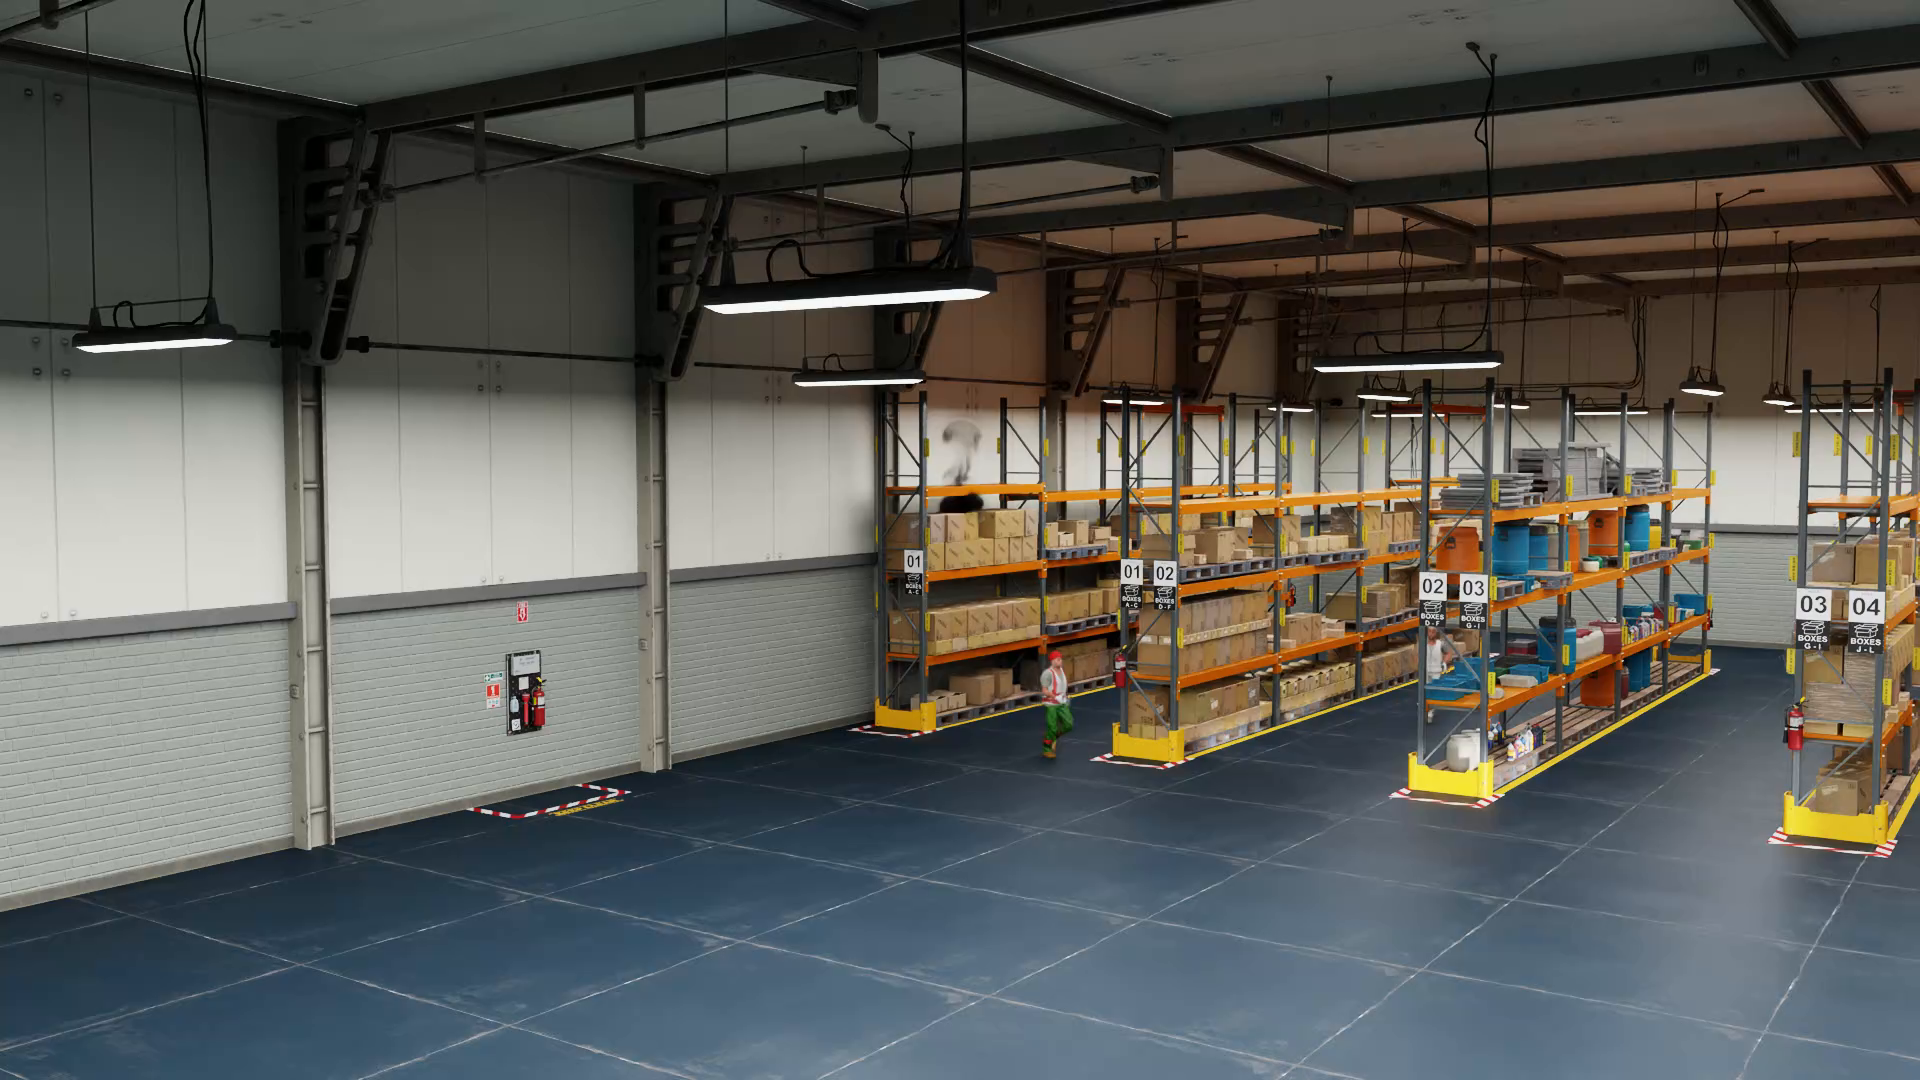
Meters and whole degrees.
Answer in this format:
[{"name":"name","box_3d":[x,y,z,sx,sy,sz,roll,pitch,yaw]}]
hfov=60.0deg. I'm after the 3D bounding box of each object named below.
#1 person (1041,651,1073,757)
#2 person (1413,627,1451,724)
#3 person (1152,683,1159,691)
[{"name":"person","box_3d":[1.583,2.643,26.733,0.661,1.735,0.642,-3,4,-43]},{"name":"person","box_3d":[8.632,2.435,30.436,0.658,1.771,0.863,1,3,20]},{"name":"person","box_3d":[3.762,2.400,32.182,0.536,1.623,0.817,2,4,27]}]
